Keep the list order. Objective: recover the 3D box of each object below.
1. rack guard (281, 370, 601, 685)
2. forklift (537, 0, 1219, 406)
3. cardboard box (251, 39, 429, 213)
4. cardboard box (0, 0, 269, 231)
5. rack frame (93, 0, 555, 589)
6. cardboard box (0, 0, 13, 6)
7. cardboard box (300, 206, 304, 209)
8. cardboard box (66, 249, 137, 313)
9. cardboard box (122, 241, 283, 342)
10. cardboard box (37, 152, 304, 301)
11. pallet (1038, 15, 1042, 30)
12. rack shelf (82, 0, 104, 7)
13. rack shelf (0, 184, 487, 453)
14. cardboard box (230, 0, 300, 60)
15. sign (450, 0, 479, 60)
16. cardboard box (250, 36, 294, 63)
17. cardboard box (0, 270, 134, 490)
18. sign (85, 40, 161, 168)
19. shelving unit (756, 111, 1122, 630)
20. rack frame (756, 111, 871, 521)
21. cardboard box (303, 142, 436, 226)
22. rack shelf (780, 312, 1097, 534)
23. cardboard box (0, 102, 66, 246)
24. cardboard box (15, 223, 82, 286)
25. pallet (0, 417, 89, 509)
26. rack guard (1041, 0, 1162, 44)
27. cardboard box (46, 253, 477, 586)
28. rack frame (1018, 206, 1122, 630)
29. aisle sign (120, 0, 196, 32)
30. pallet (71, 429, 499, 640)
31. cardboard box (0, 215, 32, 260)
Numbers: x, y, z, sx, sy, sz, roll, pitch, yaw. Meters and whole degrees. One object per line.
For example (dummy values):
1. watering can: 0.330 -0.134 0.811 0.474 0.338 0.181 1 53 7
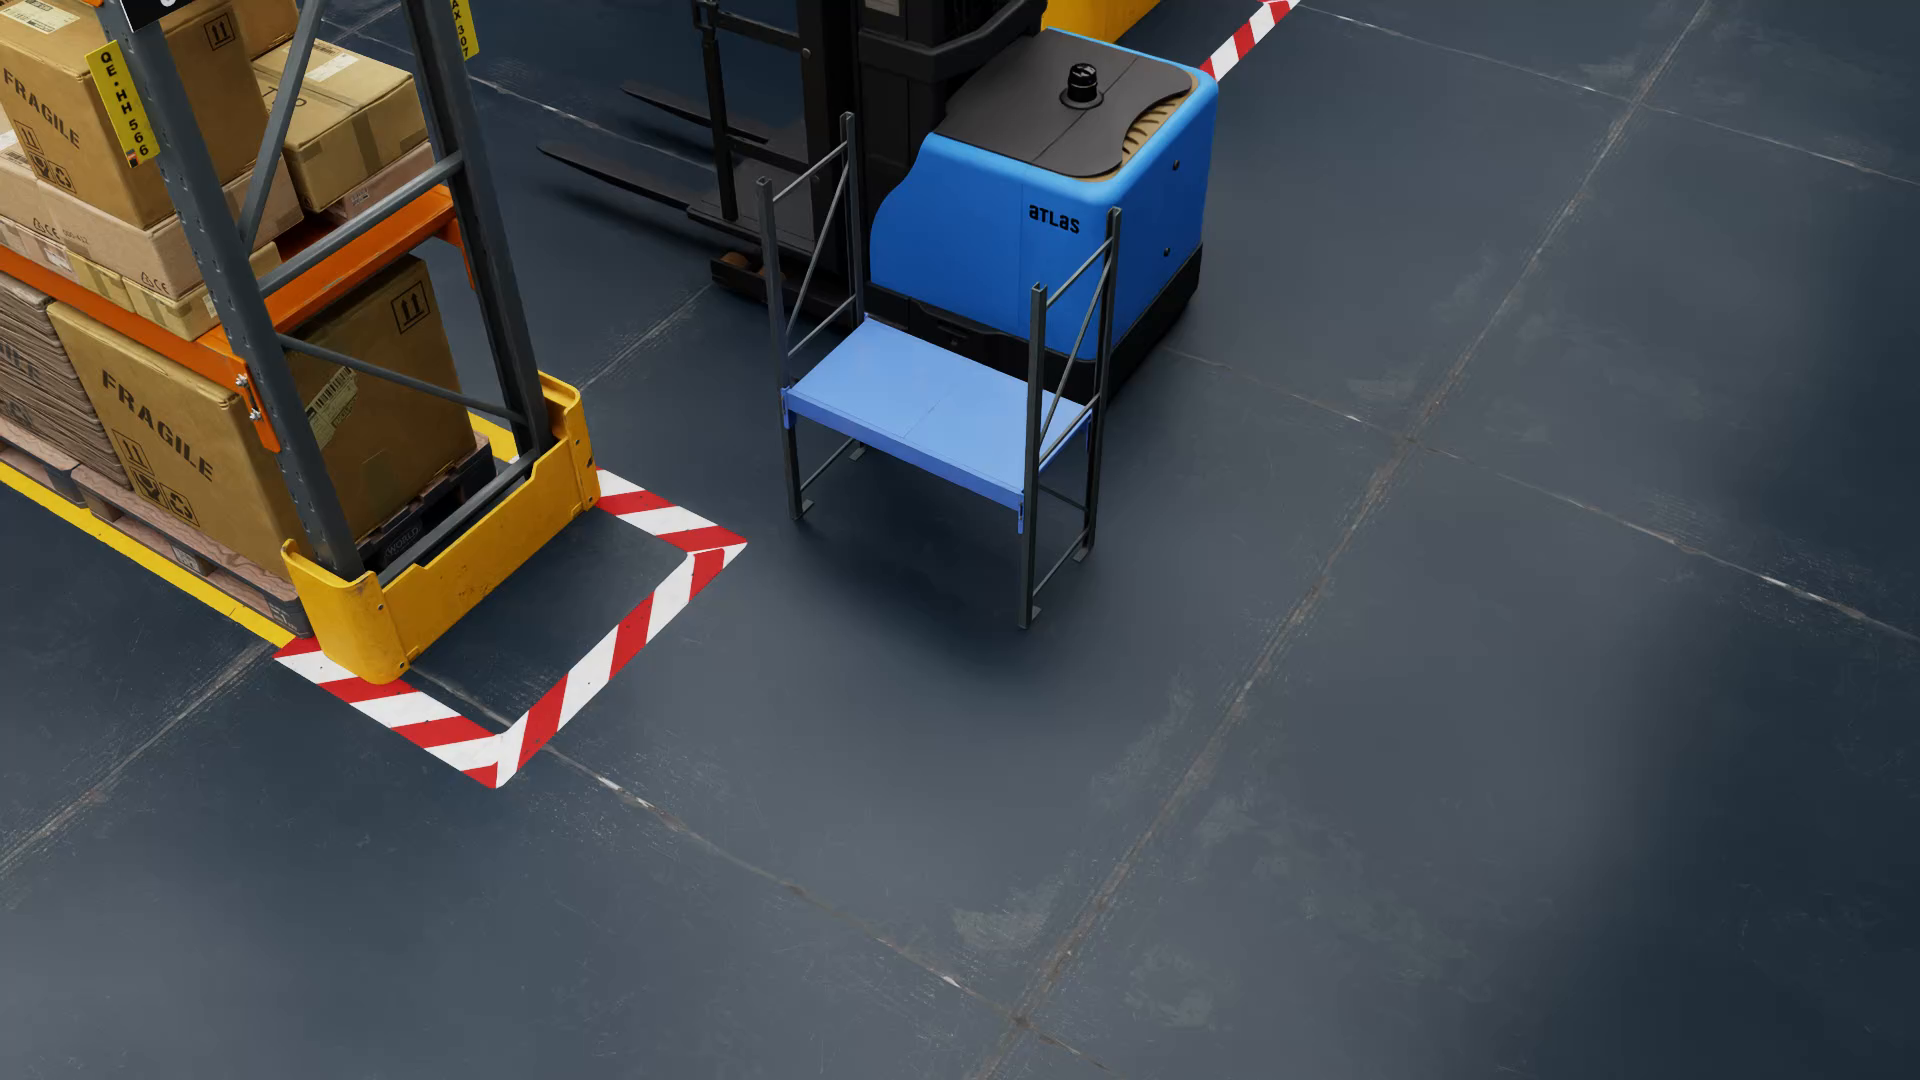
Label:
1. rack guard: -1.820 -0.073 5.972 0.348 0.500 1.175 25 51 22
2. forklift: -0.496 -2.346 6.486 3.031 2.935 1.130 23 50 21
3. cardboard box: -2.098 -1.354 5.371 0.500 0.250 0.500 23 50 21
4. cardboard box: -2.392 -1.296 4.792 0.500 0.500 0.500 25 51 23
5. rack frame: -1.840 -0.953 5.085 0.127 3.000 1.000 25 51 22
6. cardboard box: -2.959 -2.006 5.482 0.500 0.500 0.500 23 50 21
7. cardboard box: -2.178 -1.301 5.598 0.250 0.149 0.380 24 50 22
8. cardboard box: -2.537 -0.905 5.213 0.250 0.149 0.380 25 51 22
9. cardboard box: -2.318 -0.805 5.116 0.250 0.149 0.380 26 51 23
10. cardboard box: -2.391 -1.032 5.059 0.500 0.250 0.500 24 50 22
11. pallet: 0.161 -3.314 9.324 1.213 0.211 1.003 25 51 22
12. rack shelf: -3.524 -2.522 5.020 4.000 0.370 1.077 25 51 22
13. rack shelf: -3.524 -1.477 6.095 4.000 0.370 1.077 25 51 22
14. cardboard box: -2.519 -1.809 5.290 0.500 0.500 0.500 24 50 21
15. sign: -1.536 -1.615 5.069 0.005 0.325 0.100 25 51 22
16. cardboard box: -2.540 -1.551 5.563 0.500 0.250 0.500 24 51 22
17. cardboard box: -3.188 -0.911 6.233 0.875 0.875 0.875 25 51 22
18. sign: -2.145 -1.117 4.272 0.005 0.325 0.100 25 51 22
19. shelving unit: -0.072 -0.556 5.744 1.048 1.500 0.538 25 51 22
20. rack frame: -0.500 -0.753 5.935 0.032 1.500 0.500 25 51 22
21. cardboard box: -1.961 -1.203 5.502 0.250 0.149 0.380 25 51 23
22. rack shelf: -0.072 -0.430 5.873 1.000 0.185 0.538 25 51 22
23. cardboard box: -2.818 -1.229 5.250 0.500 0.250 0.500 24 50 21
24. cardboard box: -2.749 -1.003 5.308 0.250 0.149 0.380 25 51 22
25. pallet: -3.578 -0.717 6.800 1.213 0.211 1.003 25 51 22
26. rack guard: 0.861 -3.071 8.885 0.348 0.500 1.175 25 51 22
27. cardboard box: -2.422 -0.559 5.890 0.875 0.875 0.875 25 51 22
28. rack frame: 0.356 -0.359 5.553 0.032 1.500 0.500 25 51 22
29. aisle sign: -1.942 -1.650 3.950 0.004 0.787 0.394 25 51 22
30. pallet: -2.555 -0.244 6.340 1.213 0.211 1.003 25 51 22
31. cardboard box: -2.959 -1.100 5.403 0.250 0.149 0.380 26 51 23
